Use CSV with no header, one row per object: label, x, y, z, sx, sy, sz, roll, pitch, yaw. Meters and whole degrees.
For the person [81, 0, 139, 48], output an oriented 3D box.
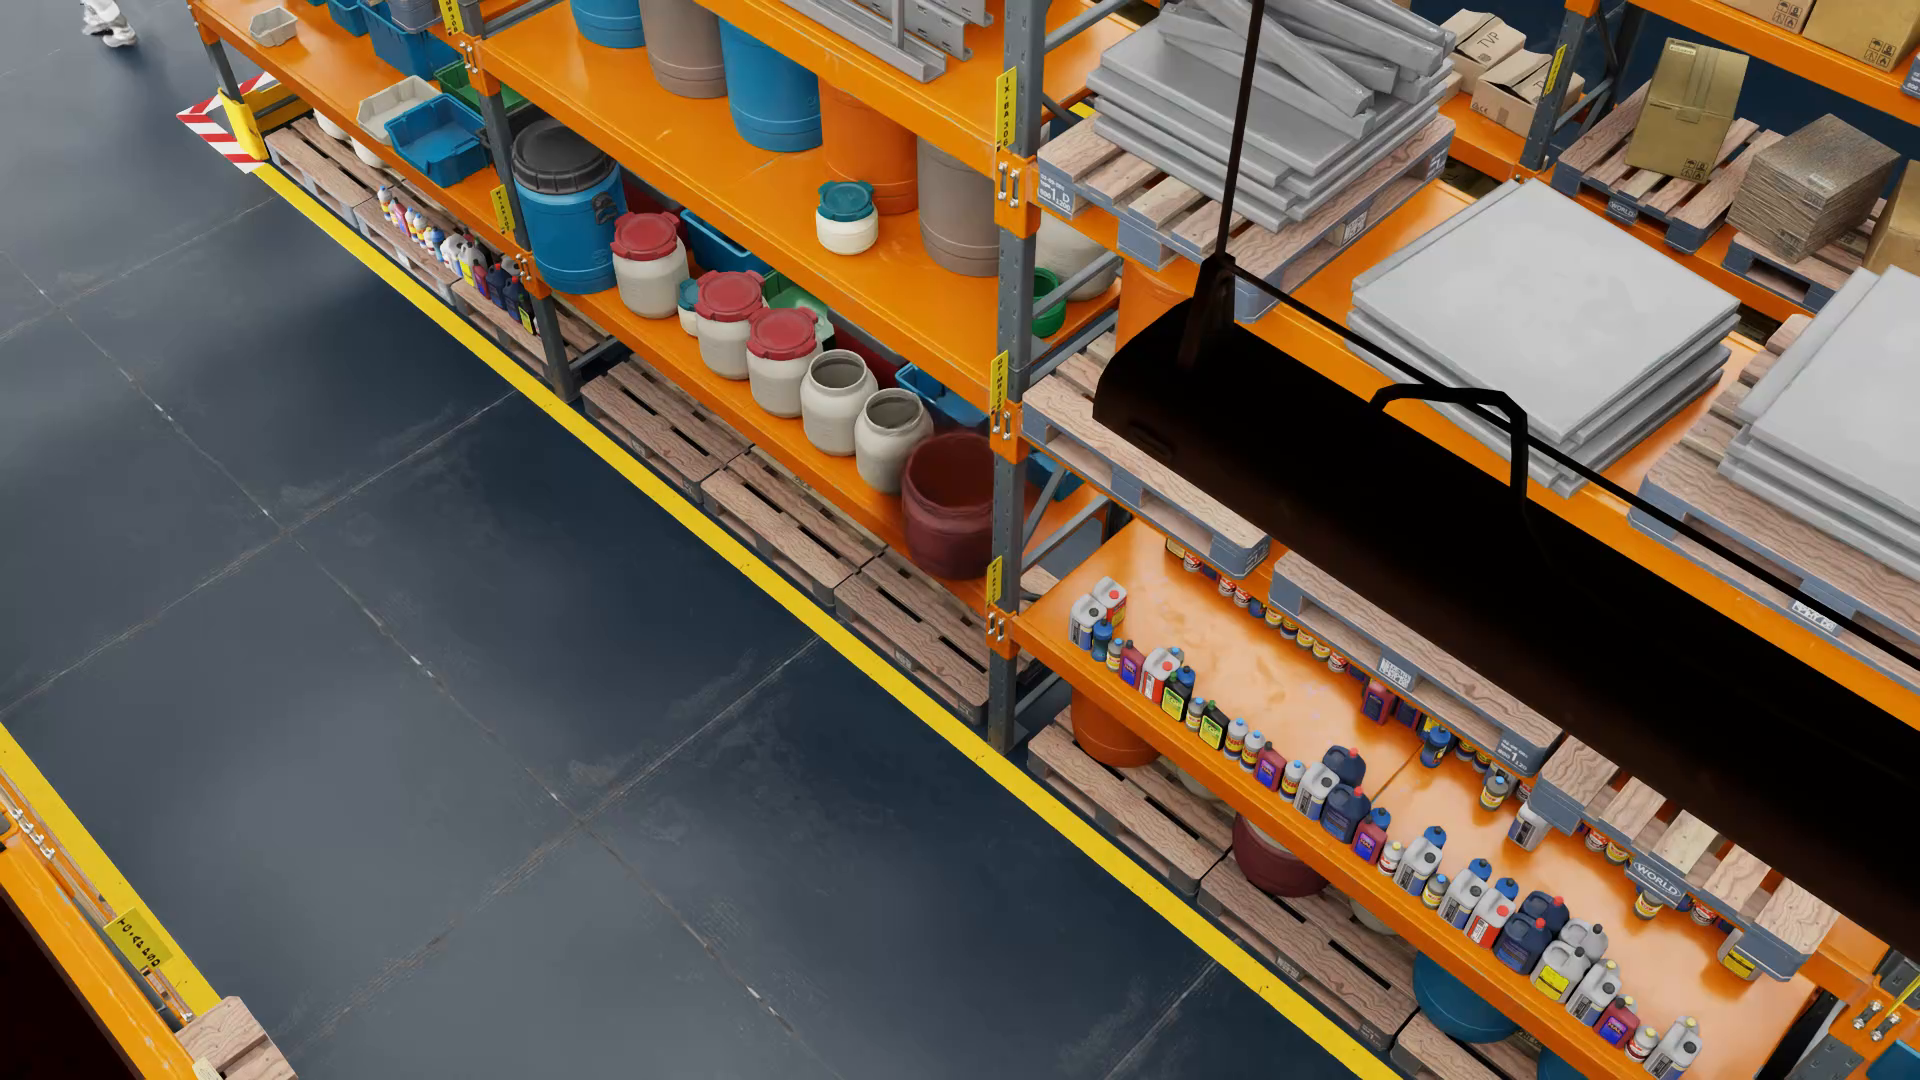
person,-7.116,-4.730,13.217,0.584,1.839,0.565,1,50,1
